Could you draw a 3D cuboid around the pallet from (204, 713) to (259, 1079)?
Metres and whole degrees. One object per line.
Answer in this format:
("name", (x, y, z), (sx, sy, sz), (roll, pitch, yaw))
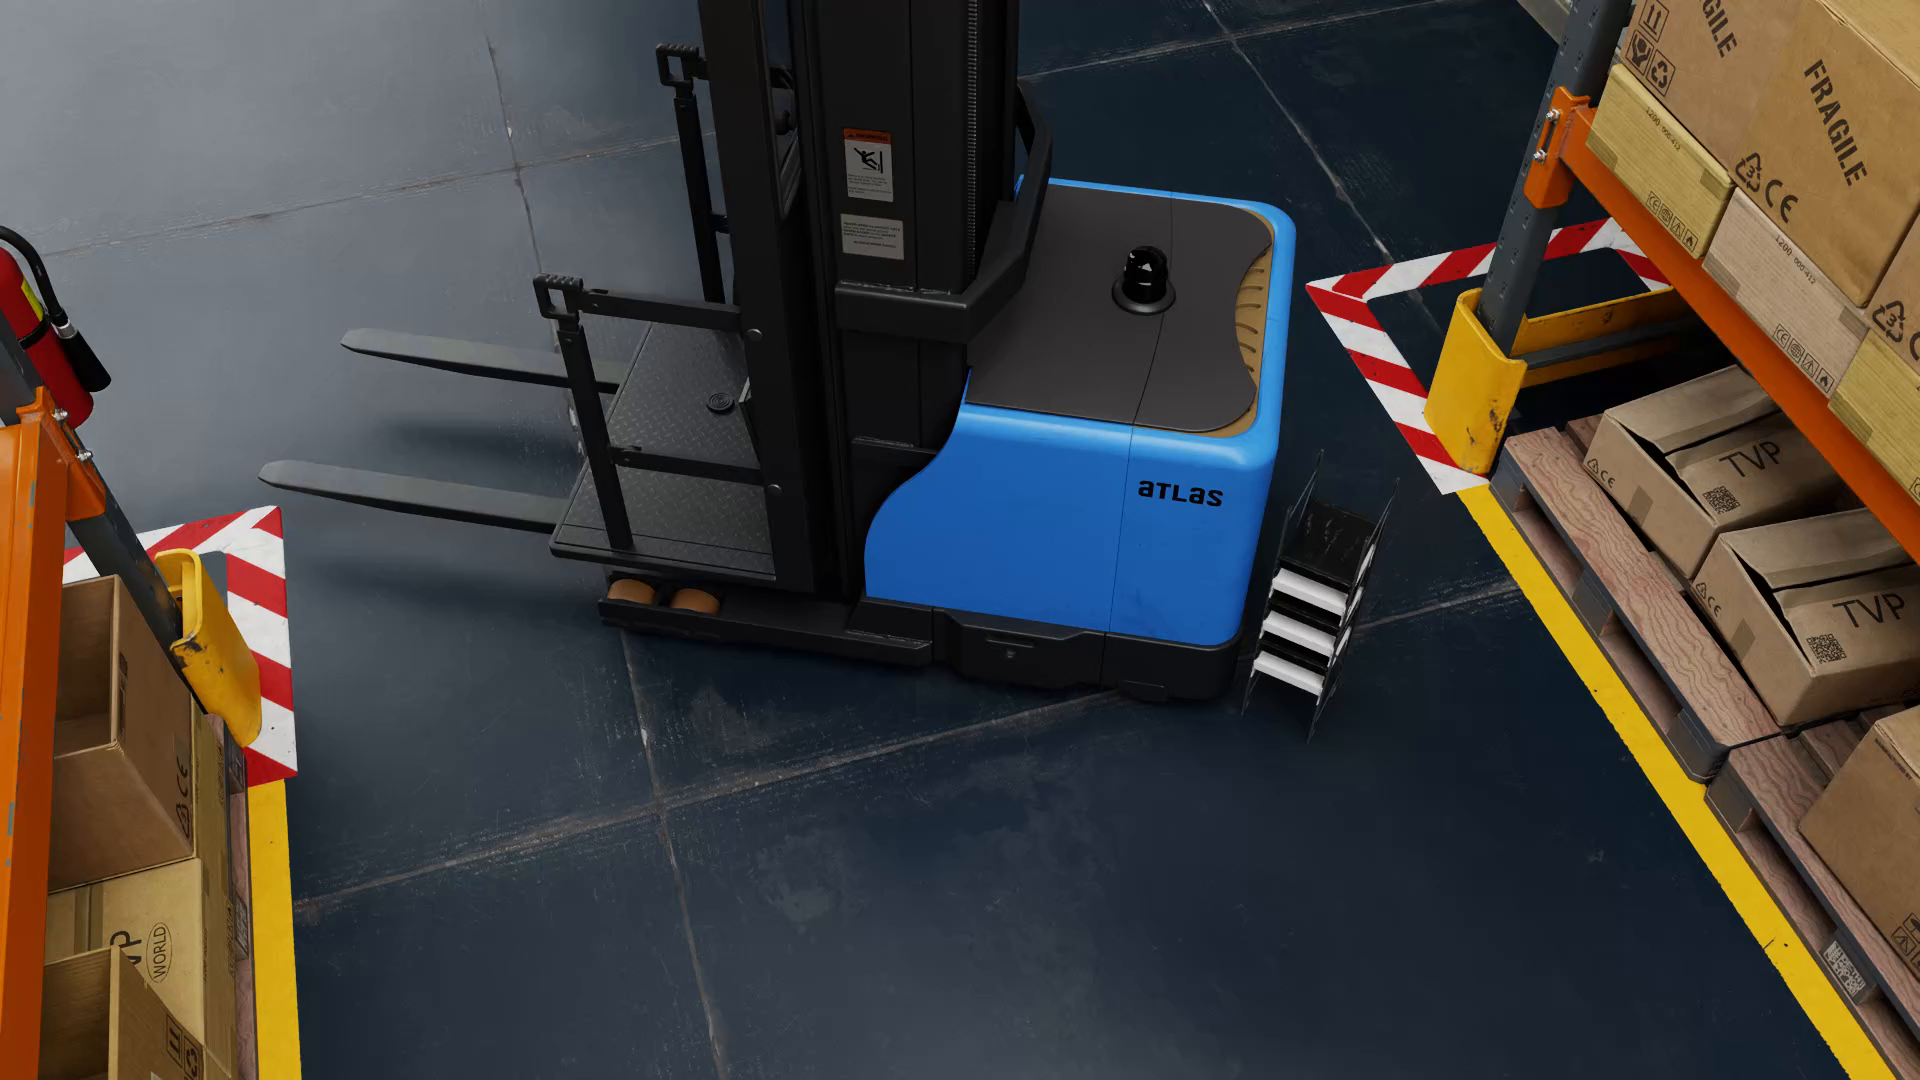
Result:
("pallet", (-2.332, 1.089, 4.194), (1.003, 0.211, 1.213), (-13, 51, -11))

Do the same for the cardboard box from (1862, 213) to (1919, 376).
("cardboard box", (2.270, -0.523, 3.323), (0.500, 0.500, 0.500), (-15, 51, -12))

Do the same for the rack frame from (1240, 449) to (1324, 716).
("rack frame", (0.874, 0.138, 4.545), (0.006, 0.900, 0.240), (23, 54, 18))

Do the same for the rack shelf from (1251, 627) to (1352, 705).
("rack shelf", (0.963, 0.313, 4.676), (0.200, 0.077, 0.258), (23, 54, 18))

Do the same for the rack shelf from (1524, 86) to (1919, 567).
("rack shelf", (2.724, 0.211, 3.581), (1.077, 0.370, 4.000), (-13, 51, -11))

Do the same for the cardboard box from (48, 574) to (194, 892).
("cardboard box", (-2.155, 0.475, 3.921), (0.500, 0.500, 0.500), (-13, 51, -11))

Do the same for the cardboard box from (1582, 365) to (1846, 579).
("cardboard box", (2.251, -0.231, 4.954), (0.500, 0.311, 0.500), (-19, 52, -15))

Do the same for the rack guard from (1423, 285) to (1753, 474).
("rack guard", (2.155, -0.620, 5.446), (1.175, 0.500, 0.348), (-13, 51, -11))

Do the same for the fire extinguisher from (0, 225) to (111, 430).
("fire extinguisher", (-2.189, -0.525, 3.781), (0.296, 0.674, 0.183), (-13, 51, -11))

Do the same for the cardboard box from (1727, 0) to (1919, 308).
("cardboard box", (2.124, -0.901, 3.643), (0.500, 0.500, 0.500), (-13, 51, -11))

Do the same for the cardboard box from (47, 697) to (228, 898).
("cardboard box", (-2.157, 0.717, 4.207), (0.500, 0.250, 0.500), (-13, 51, -11))

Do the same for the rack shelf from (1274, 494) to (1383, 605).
("rack shelf", (0.963, 0.023, 4.332), (0.200, 0.077, 0.258), (23, 54, 18))

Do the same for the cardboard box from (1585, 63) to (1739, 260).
("cardboard box", (1.974, -1.011, 4.226), (0.500, 0.250, 0.500), (-15, 51, -12))

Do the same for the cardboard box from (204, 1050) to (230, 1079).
("cardboard box", (-1.848, 1.444, 3.594), (0.500, 0.250, 0.500), (-13, 51, -11))

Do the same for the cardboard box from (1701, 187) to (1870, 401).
("cardboard box", (2.141, -0.635, 3.909), (0.500, 0.250, 0.500), (-15, 51, -12))

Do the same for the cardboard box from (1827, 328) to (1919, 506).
("cardboard box", (2.286, -0.262, 3.594), (0.500, 0.250, 0.500), (-14, 51, -12))

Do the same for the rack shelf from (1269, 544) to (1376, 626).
("rack shelf", (0.963, 0.081, 4.401), (0.200, 0.077, 0.258), (23, 54, 18))

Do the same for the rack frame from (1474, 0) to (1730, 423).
("rack frame", (2.133, -1.481, 4.537), (1.000, 3.000, 0.127), (-13, 51, -11))

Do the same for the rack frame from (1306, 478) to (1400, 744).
("rack frame", (1.052, 0.214, 4.481), (0.006, 0.900, 0.240), (23, 54, 18))

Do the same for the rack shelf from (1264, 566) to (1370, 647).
("rack shelf", (0.963, 0.139, 4.470), (0.200, 0.077, 0.258), (23, 54, 18))

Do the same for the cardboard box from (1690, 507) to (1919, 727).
("cardboard box", (2.420, 0.185, 4.603), (0.500, 0.311, 0.500), (-10, 51, -8))

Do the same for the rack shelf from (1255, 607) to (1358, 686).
("rack shelf", (0.963, 0.255, 4.607), (0.200, 0.077, 0.258), (23, 54, 18))

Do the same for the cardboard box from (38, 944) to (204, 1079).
("cardboard box", (-1.846, 1.202, 3.308), (0.500, 0.500, 0.500), (-13, 51, -11))

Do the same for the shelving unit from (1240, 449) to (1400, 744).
("shelving unit", (0.963, 0.176, 4.513), (0.210, 0.900, 0.258), (23, 54, 18))

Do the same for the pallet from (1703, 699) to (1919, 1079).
("pallet", (2.719, 0.964, 4.300), (1.003, 0.211, 1.213), (-13, 51, -11))

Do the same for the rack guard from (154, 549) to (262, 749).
("rack guard", (-2.605, 0.429, 4.561), (1.175, 0.500, 0.348), (-13, 51, -11))

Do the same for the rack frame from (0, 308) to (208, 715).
("rack frame", (-2.598, -0.359, 3.590), (1.000, 3.000, 0.127), (-13, 51, -11))

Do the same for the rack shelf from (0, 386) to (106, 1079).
("rack shelf", (-2.007, 1.334, 2.634), (1.077, 0.370, 4.000), (-13, 51, -11))

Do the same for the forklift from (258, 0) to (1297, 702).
("forklift", (-0.617, -1.033, 4.204), (3.031, 2.935, 1.130), (8, 50, 7))

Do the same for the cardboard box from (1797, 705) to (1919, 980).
("cardboard box", (2.589, 0.672, 4.069), (0.700, 0.500, 0.500), (-16, 52, -13))

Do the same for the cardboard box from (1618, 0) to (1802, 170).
("cardboard box", (1.987, -1.265, 3.949), (0.500, 0.500, 0.500), (-13, 51, -11))

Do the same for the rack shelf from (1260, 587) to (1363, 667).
("rack shelf", (0.963, 0.197, 4.539), (0.200, 0.077, 0.258), (23, 54, 18))

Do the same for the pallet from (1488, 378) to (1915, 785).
("pallet", (2.362, 0.074, 5.049), (1.003, 0.211, 1.213), (-13, 51, -11))

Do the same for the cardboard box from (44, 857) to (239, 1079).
("cardboard box", (-1.998, 1.080, 3.902), (0.500, 0.250, 0.500), (-13, 51, -11))
